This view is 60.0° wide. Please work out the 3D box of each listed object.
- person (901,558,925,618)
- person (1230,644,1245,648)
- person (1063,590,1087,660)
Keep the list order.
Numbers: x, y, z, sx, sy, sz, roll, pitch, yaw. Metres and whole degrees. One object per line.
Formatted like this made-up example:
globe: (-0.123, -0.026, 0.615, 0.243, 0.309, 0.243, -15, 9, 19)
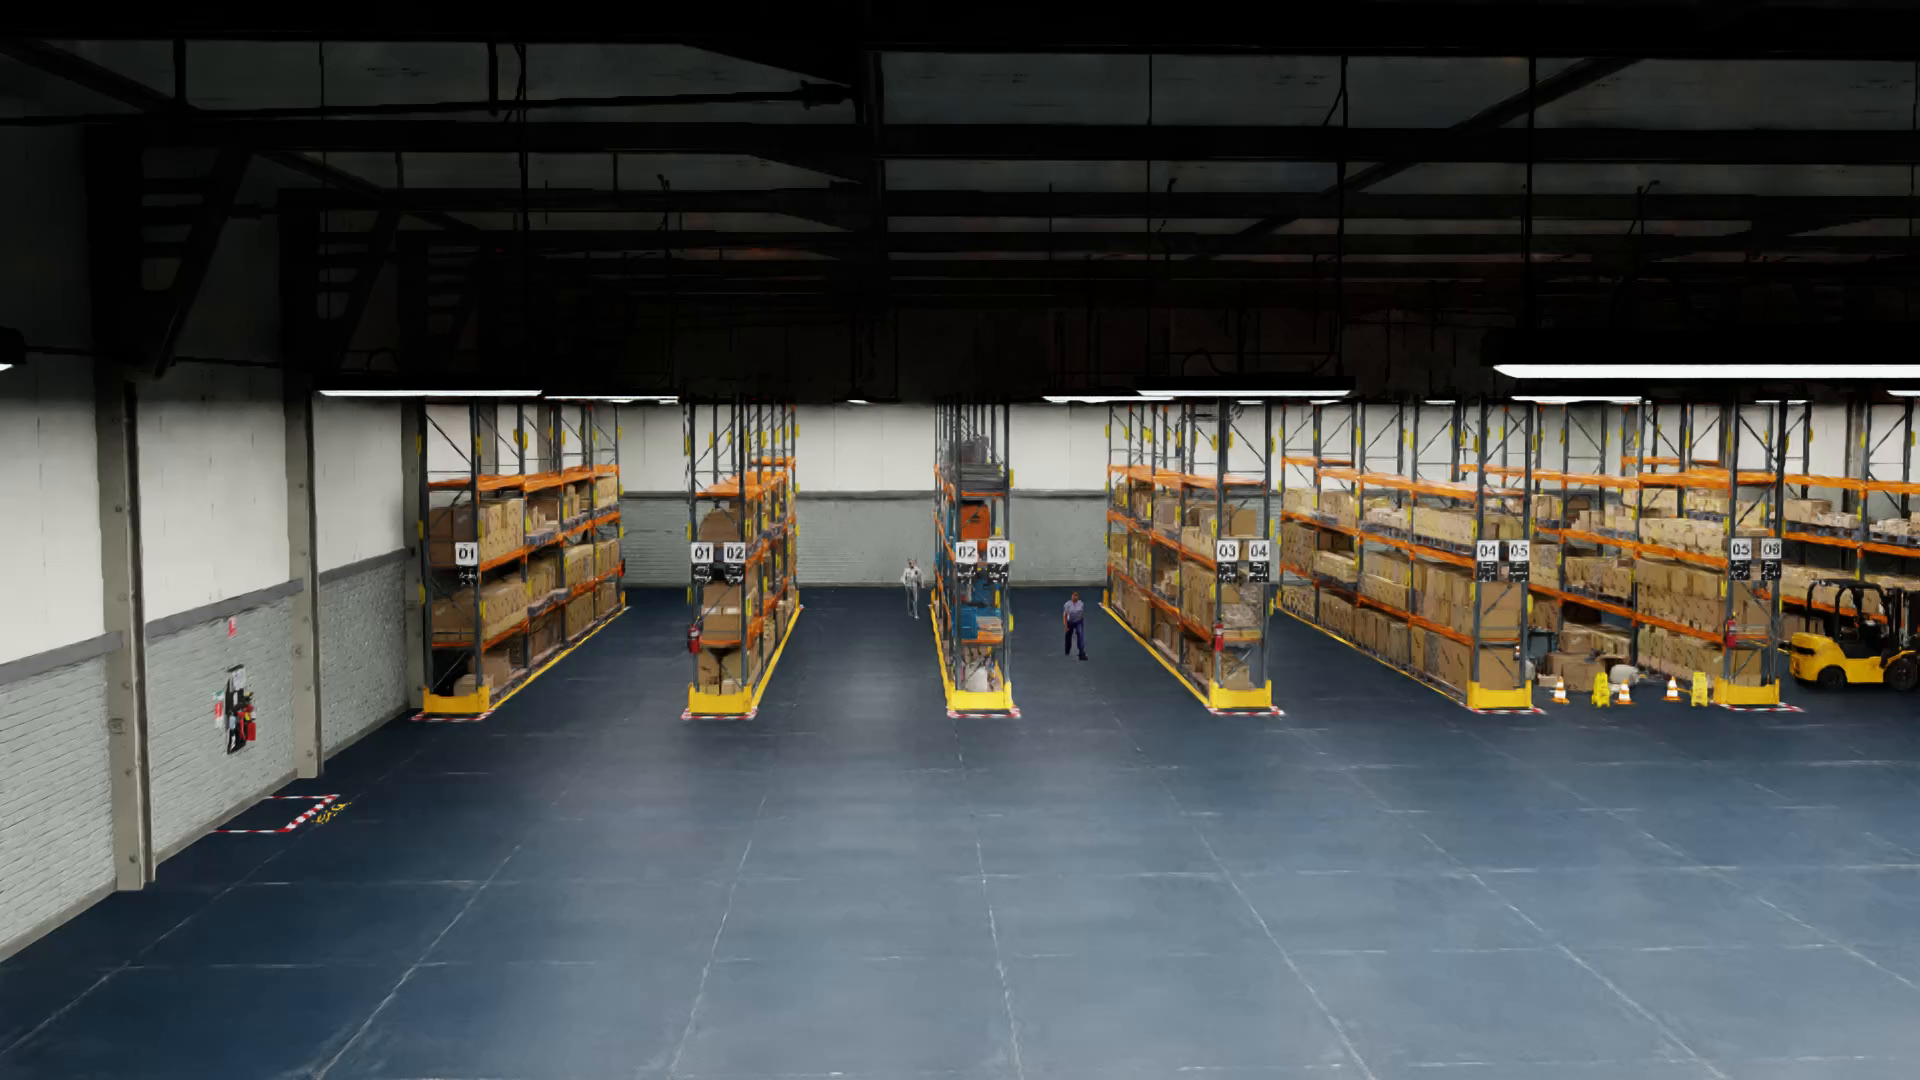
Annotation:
person: (-1.294, 1.280, 45.364, 0.637, 1.627, 0.789, 0, 5, 3)
person: (6.623, 1.639, 39.628, 0.440, 1.795, 0.693, -1, 5, -15)
person: (2.582, 1.903, 37.734, 0.481, 1.565, 1.091, 0, 5, -5)
